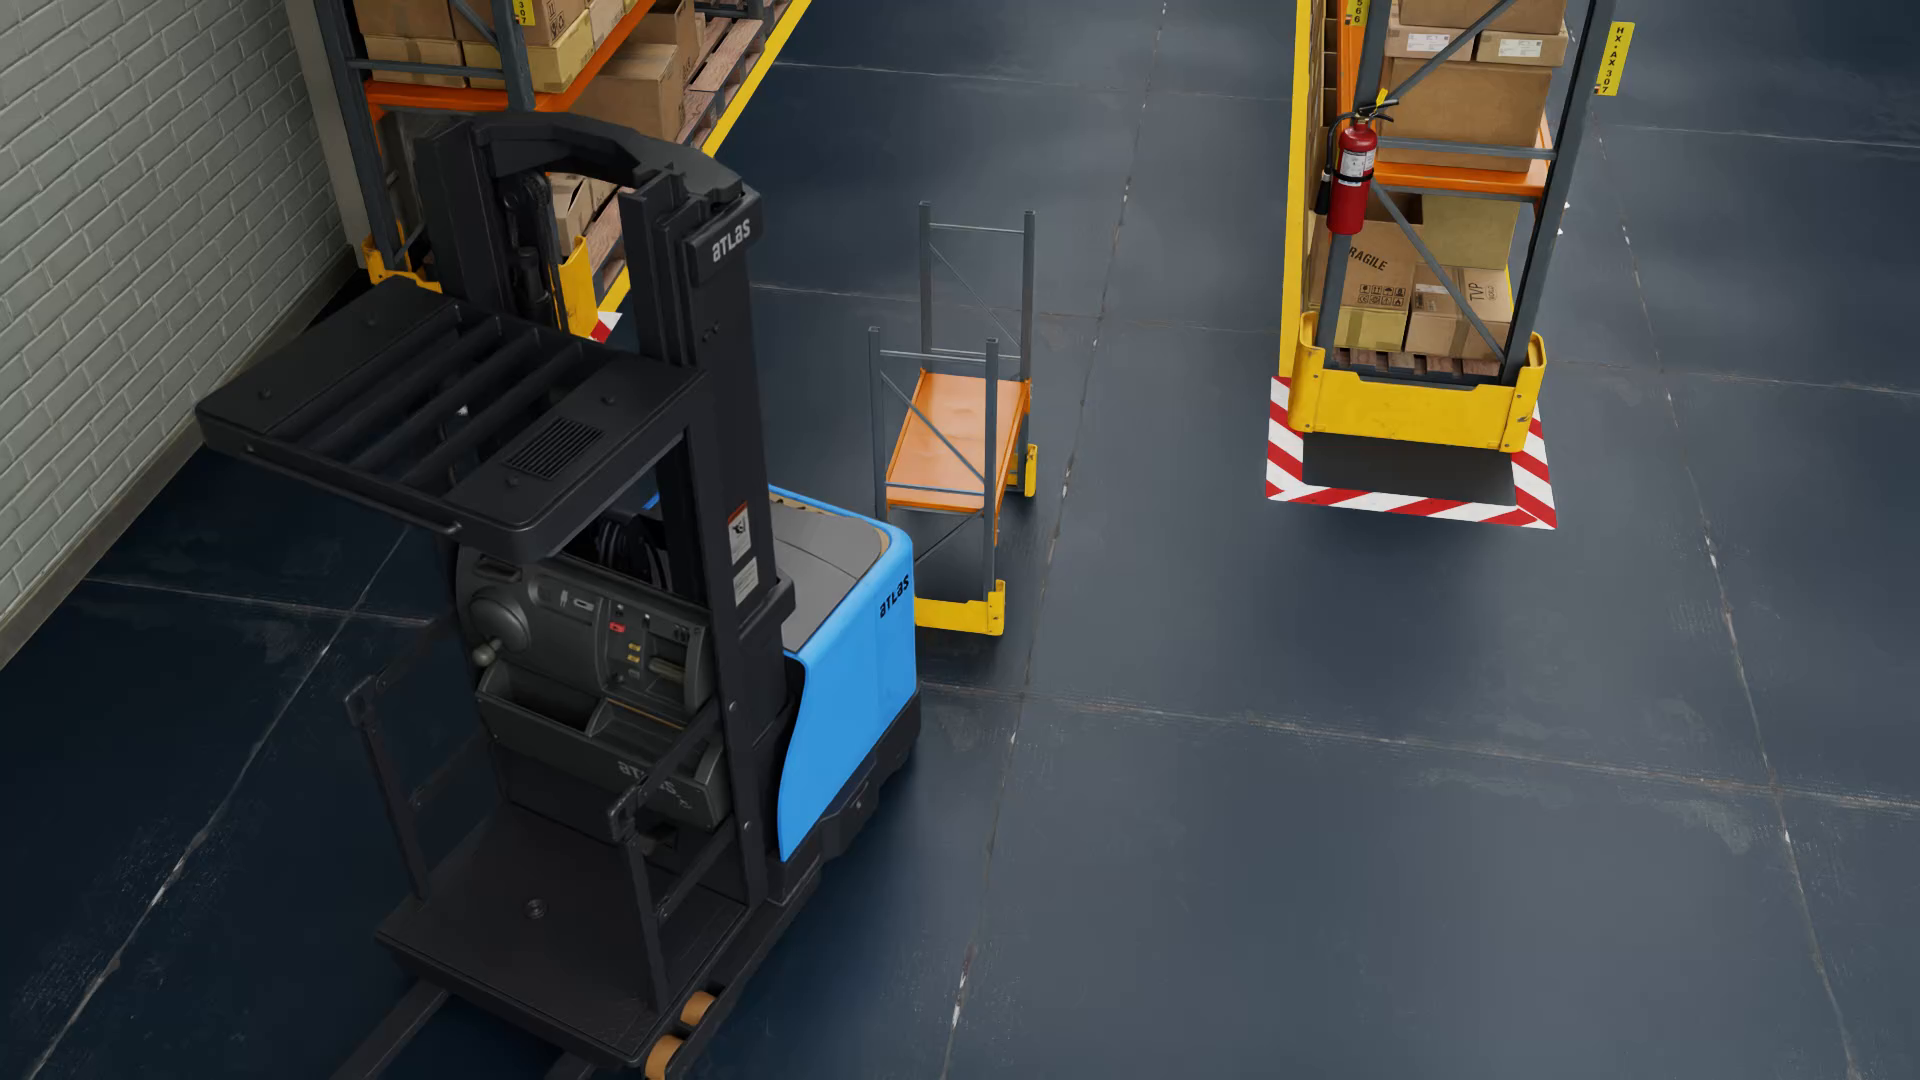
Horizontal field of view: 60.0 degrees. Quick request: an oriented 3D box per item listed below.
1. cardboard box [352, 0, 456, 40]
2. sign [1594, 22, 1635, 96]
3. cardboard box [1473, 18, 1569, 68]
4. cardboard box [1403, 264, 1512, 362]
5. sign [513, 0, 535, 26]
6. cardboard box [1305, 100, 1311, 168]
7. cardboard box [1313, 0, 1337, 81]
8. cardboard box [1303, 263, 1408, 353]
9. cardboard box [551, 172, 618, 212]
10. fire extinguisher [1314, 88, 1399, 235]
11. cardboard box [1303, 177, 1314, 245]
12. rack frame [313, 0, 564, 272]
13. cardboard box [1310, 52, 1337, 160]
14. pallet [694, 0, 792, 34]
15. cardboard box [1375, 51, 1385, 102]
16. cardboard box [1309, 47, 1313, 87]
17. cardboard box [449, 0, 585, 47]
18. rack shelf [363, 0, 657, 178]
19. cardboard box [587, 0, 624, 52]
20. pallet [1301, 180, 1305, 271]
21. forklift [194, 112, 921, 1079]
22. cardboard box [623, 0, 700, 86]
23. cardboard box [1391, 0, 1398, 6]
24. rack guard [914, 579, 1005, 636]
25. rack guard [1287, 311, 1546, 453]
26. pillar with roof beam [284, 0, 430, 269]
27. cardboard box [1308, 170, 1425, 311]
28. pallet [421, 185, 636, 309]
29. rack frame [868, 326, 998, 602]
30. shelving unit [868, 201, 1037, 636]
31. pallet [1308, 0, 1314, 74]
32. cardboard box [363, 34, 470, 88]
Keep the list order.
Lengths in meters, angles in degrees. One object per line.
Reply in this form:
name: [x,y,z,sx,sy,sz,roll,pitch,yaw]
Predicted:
cardboard box: [-2.740,-2.873,8.385,0.500,0.500,0.500,6,40,7]
sign: [2.813,-2.071,7.159,0.100,0.325,0.005,6,40,8]
cardboard box: [2.547,-2.282,7.569,0.380,0.149,0.250,6,40,7]
cardboard box: [2.579,-1.186,8.658,0.500,0.250,0.500,6,40,8]
sign: [-2.078,-2.589,7.848,0.100,0.325,0.005,6,40,8]
cardboard box: [2.397,-2.500,10.248,0.500,0.250,0.500,6,40,8]
cardboard box: [2.492,-3.102,10.387,0.500,0.500,0.500,6,40,8]
cardboard box: [2.069,-1.243,8.727,0.500,0.250,0.500,6,40,8]
cardboard box: [-2.306,-2.231,9.859,0.500,0.311,0.500,10,41,11]
fire extinguisher: [1.789,-1.719,7.535,0.296,0.674,0.183,6,40,8]
cardboard box: [2.228,-1.872,9.488,0.500,0.250,0.500,6,40,8]
rack frame: [-2.613,-2.315,8.196,1.000,3.000,0.127,6,40,8]
cardboard box: [2.313,-2.475,9.629,0.500,0.500,0.500,6,40,8]
pallet: [-1.787,-4.240,12.712,1.003,0.211,1.213,6,40,8]
cardboard box: [2.446,-2.432,8.259,0.700,0.500,0.500,7,40,9]
cardboard box: [2.580,-3.126,11.006,0.500,0.250,0.500,6,40,8]
cardboard box: [-2.234,-2.821,8.321,0.500,0.500,0.500,6,40,8]
rack shelf: [-2.267,-3.293,9.944,1.077,0.370,4.000,6,40,8]
cardboard box: [-2.140,-2.864,8.962,0.500,0.250,0.500,5,40,6]
pallet: [2.571,-1.945,9.936,1.003,0.211,1.213,6,40,8]
forklift: [-1.283,0.358,5.017,1.130,2.935,3.031,18,43,21]
cardboard box: [-2.061,-3.376,11.096,0.500,0.500,0.500,4,40,4]
cardboard box: [2.189,-2.485,7.814,0.380,0.149,0.250,7,40,9]
rack guard: [-0.099,0.264,7.234,0.587,0.250,0.087,6,40,8]
rack guard: [2.263,-0.793,8.317,1.175,0.500,0.348,6,40,8]
pillar with roof beam: [0.897,-4.687,6.357,9.100,9.000,0.400,6,40,8]
cardboard box: [2.067,-1.532,8.489,0.500,0.500,0.500,6,40,8]
pallet: [-2.424,-1.794,9.754,1.003,0.211,1.213,6,40,8]
rack frame: [-0.103,-0.205,6.821,0.500,1.500,0.032,6,40,8]
shelving unit: [-0.013,-0.530,7.214,0.587,1.500,1.083,6,40,8]
pallet: [3.048,-3.674,12.028,1.003,0.211,1.213,6,40,8]
cardboard box: [-2.723,-2.580,8.618,0.500,0.250,0.500,7,40,8]
